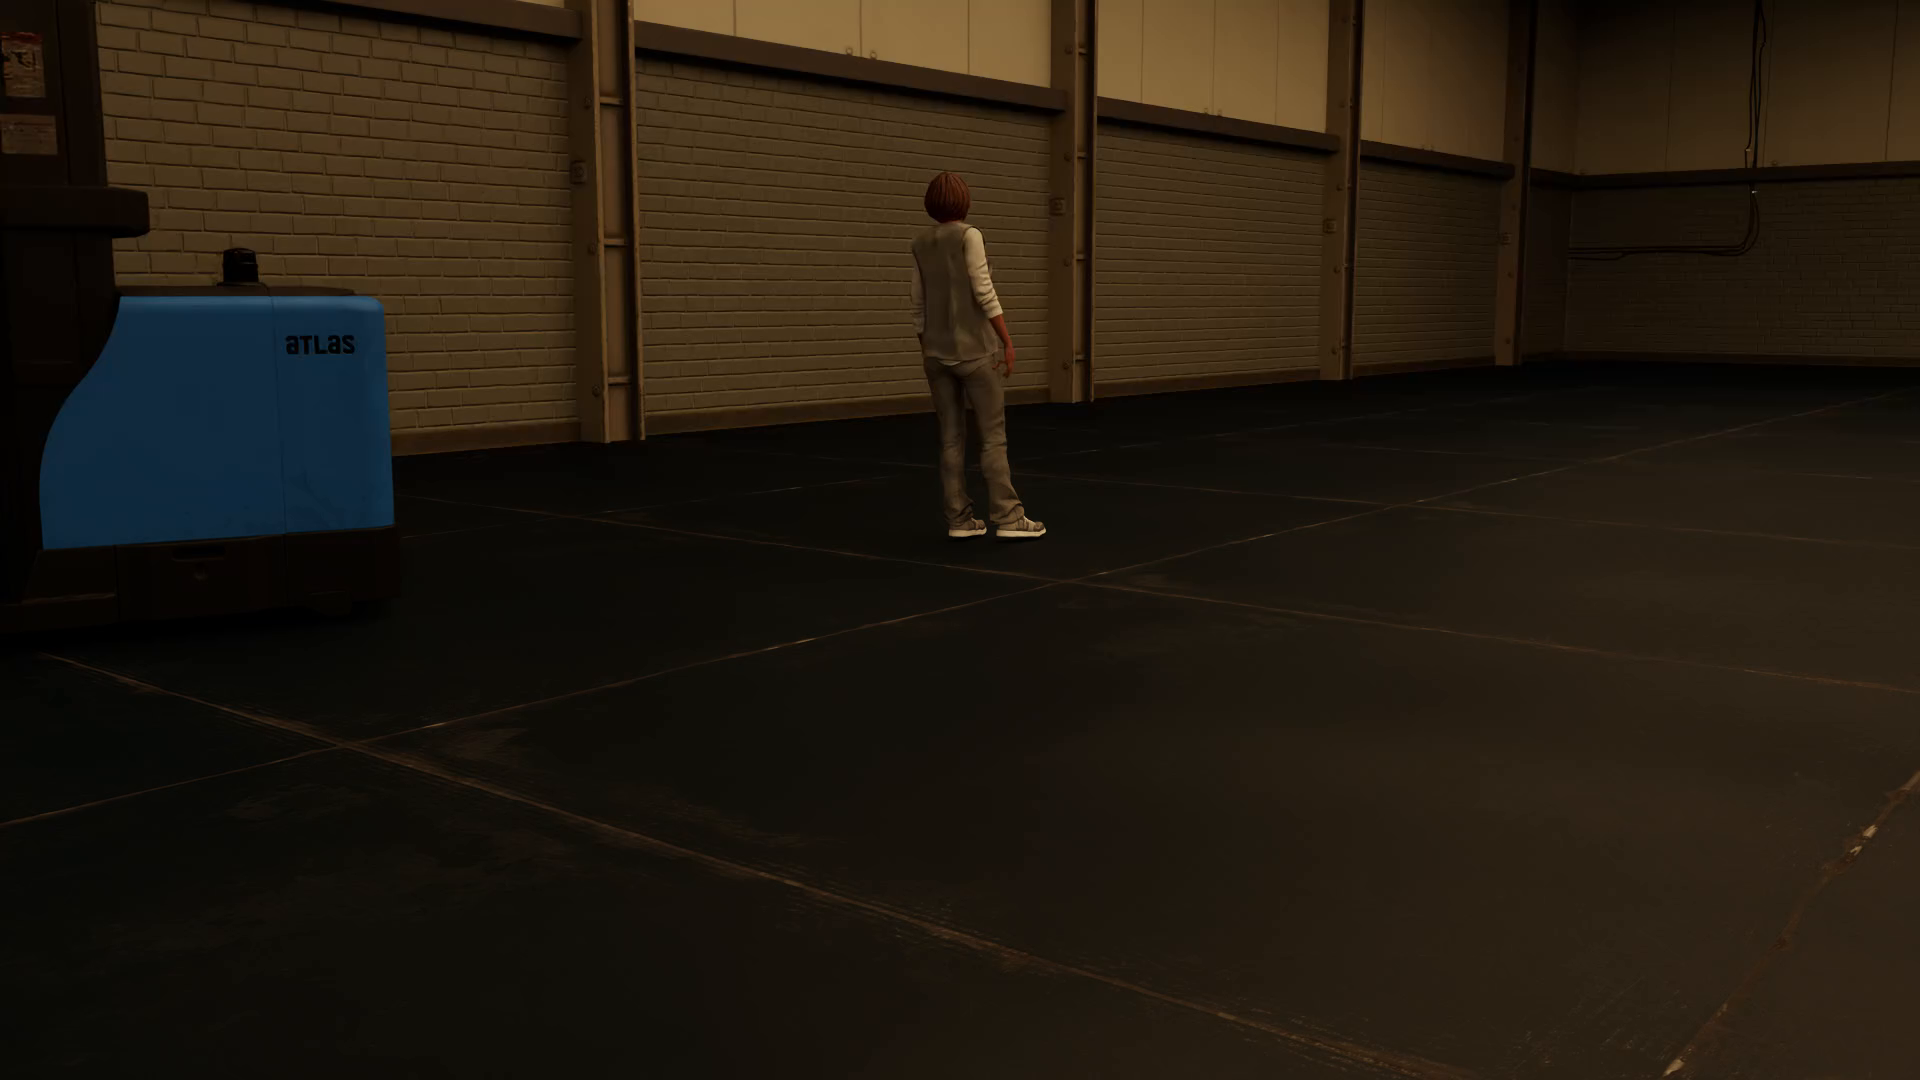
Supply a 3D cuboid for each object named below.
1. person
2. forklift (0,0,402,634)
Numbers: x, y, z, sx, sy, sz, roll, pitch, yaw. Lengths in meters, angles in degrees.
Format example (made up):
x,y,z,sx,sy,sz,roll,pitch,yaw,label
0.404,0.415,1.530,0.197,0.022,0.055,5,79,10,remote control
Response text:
x,y,z,sx,sy,sz,roll,pitch,yaw,label
0.058,-0.804,7.337,0.521,1.599,0.473,7,11,38,person
-3.430,-1.143,5.095,3.031,2.935,1.130,-5,10,-30,forklift
